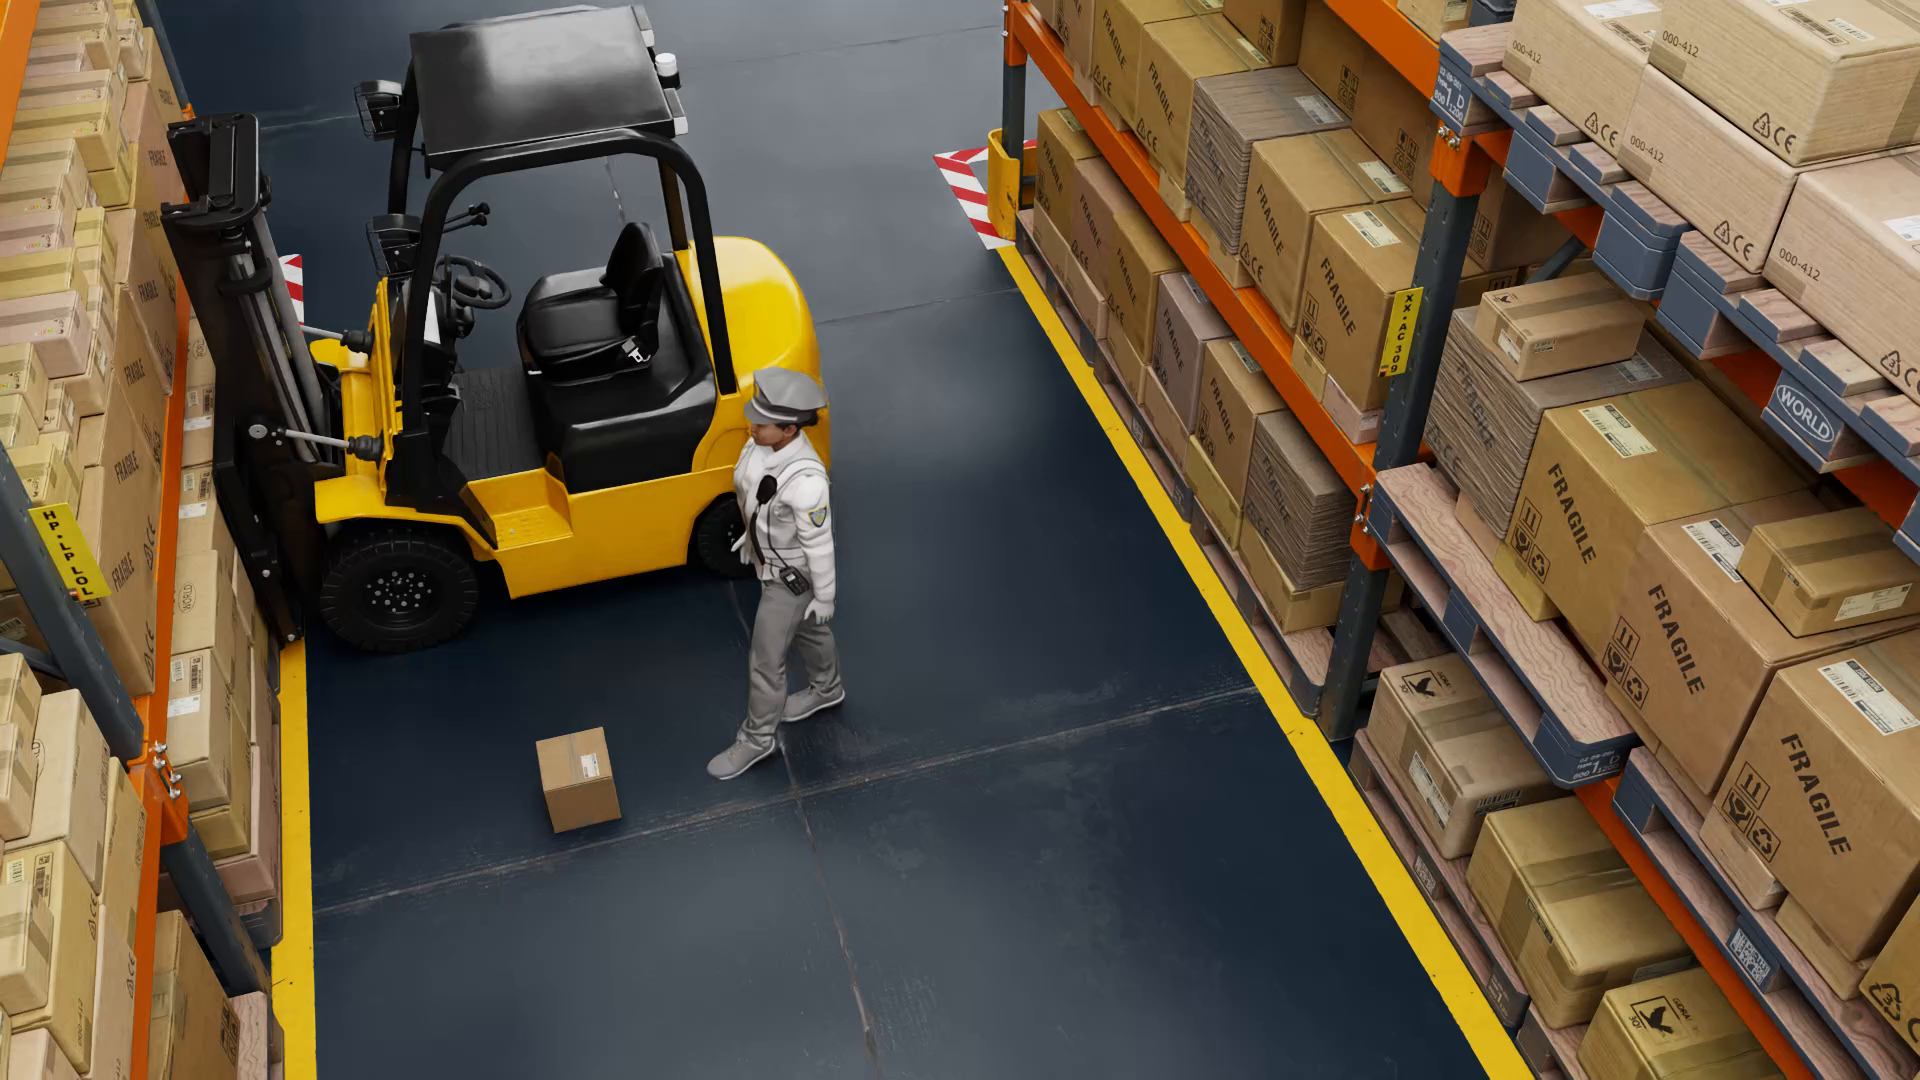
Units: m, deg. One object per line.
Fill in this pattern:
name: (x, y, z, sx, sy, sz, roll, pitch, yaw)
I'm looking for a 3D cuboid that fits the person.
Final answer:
person: (-0.739, 0.116, 6.021, 0.615, 1.713, 0.500, -15, 45, -15)
